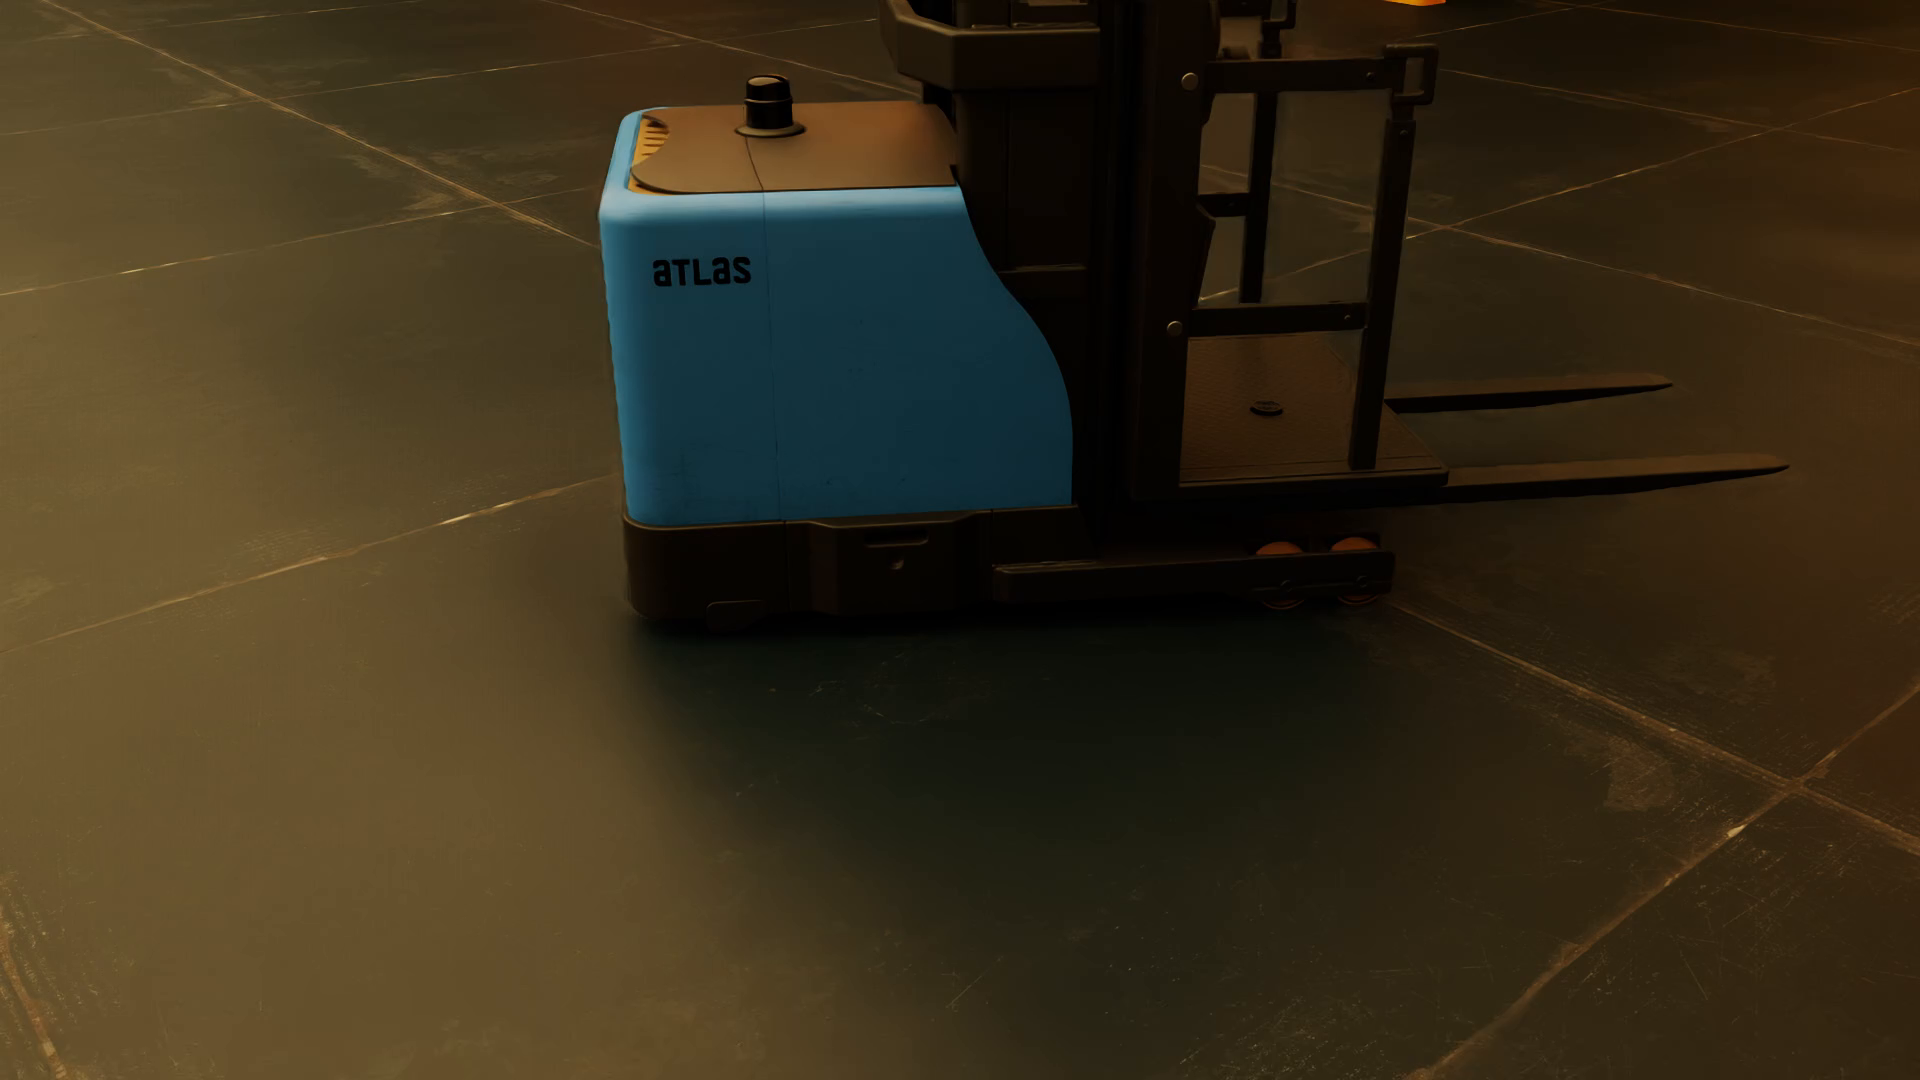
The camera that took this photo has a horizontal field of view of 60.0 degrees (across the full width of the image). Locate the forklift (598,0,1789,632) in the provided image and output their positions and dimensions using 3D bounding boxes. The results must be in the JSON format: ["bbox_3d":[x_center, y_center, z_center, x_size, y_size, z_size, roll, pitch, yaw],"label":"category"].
[{"bbox_3d":[0.650,-1.370,3.964,3.031,2.935,1.130,-3,27,-7],"label":"forklift"}]
